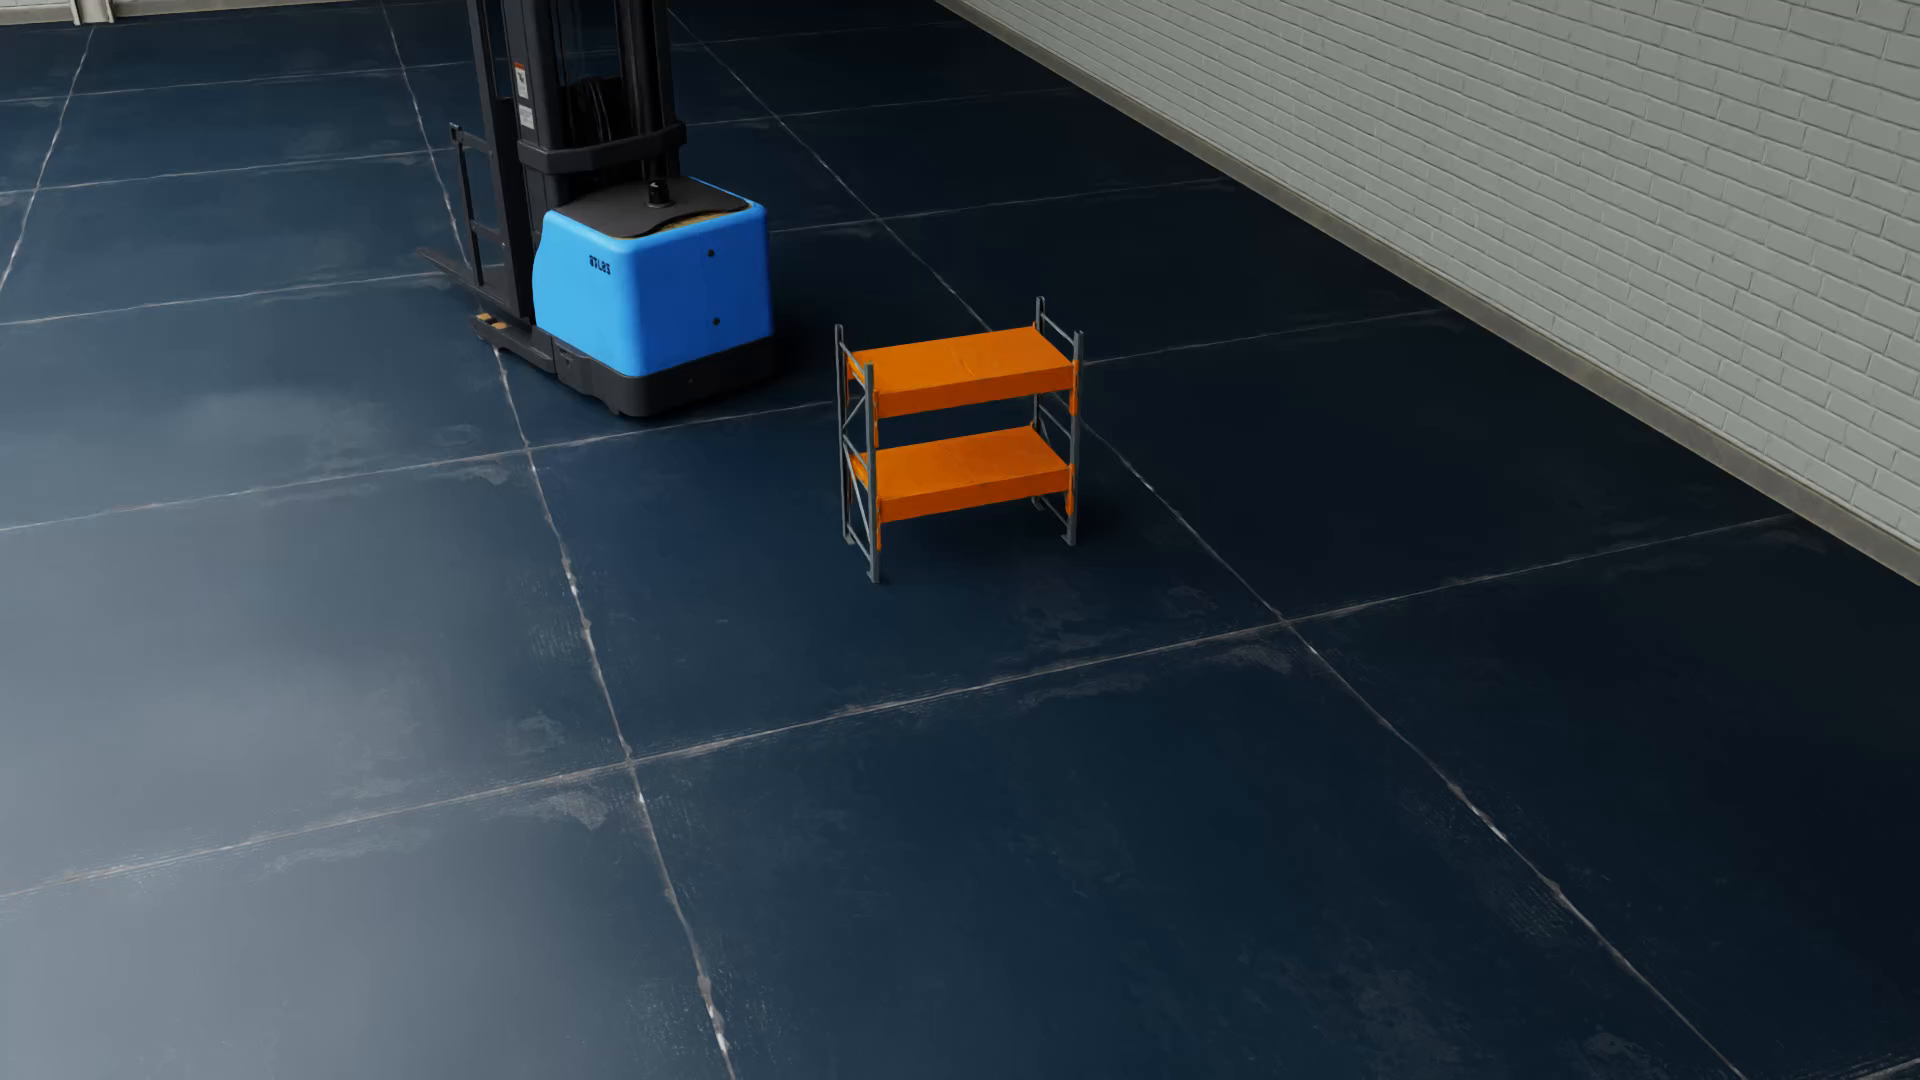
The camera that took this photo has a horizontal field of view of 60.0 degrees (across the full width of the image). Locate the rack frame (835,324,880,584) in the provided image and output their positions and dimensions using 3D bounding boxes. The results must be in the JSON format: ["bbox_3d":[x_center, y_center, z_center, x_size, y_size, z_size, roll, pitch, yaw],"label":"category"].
[{"bbox_3d":[-0.483,-0.400,7.815,0.032,1.125,0.500,-10,31,-18],"label":"rack frame"}]

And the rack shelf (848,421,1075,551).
[{"bbox_3d":[-0.006,-0.275,8.091,1.000,0.278,0.538,-10,31,-18],"label":"rack shelf"}]

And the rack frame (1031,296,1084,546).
[{"bbox_3d":[0.470,-0.575,8.124,0.032,1.125,0.500,-10,31,-18],"label":"rack frame"}]

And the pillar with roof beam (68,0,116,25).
[{"bbox_3d":[-7.981,-7.609,12.514,0.400,9.000,9.100,-10,31,-18],"label":"pillar with roof beam"}]

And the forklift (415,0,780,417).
[{"bbox_3d":[-2.431,-2.608,9.868,1.130,2.935,3.031,-24,37,-36],"label":"forklift"}]

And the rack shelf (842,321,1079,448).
[{"bbox_3d":[-0.006,-0.742,7.825,1.000,0.278,0.538,-10,31,-18],"label":"rack shelf"}]

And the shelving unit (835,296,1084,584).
[{"bbox_3d":[-0.006,-0.488,7.969,1.048,1.125,0.538,-10,31,-18],"label":"shelving unit"}]
